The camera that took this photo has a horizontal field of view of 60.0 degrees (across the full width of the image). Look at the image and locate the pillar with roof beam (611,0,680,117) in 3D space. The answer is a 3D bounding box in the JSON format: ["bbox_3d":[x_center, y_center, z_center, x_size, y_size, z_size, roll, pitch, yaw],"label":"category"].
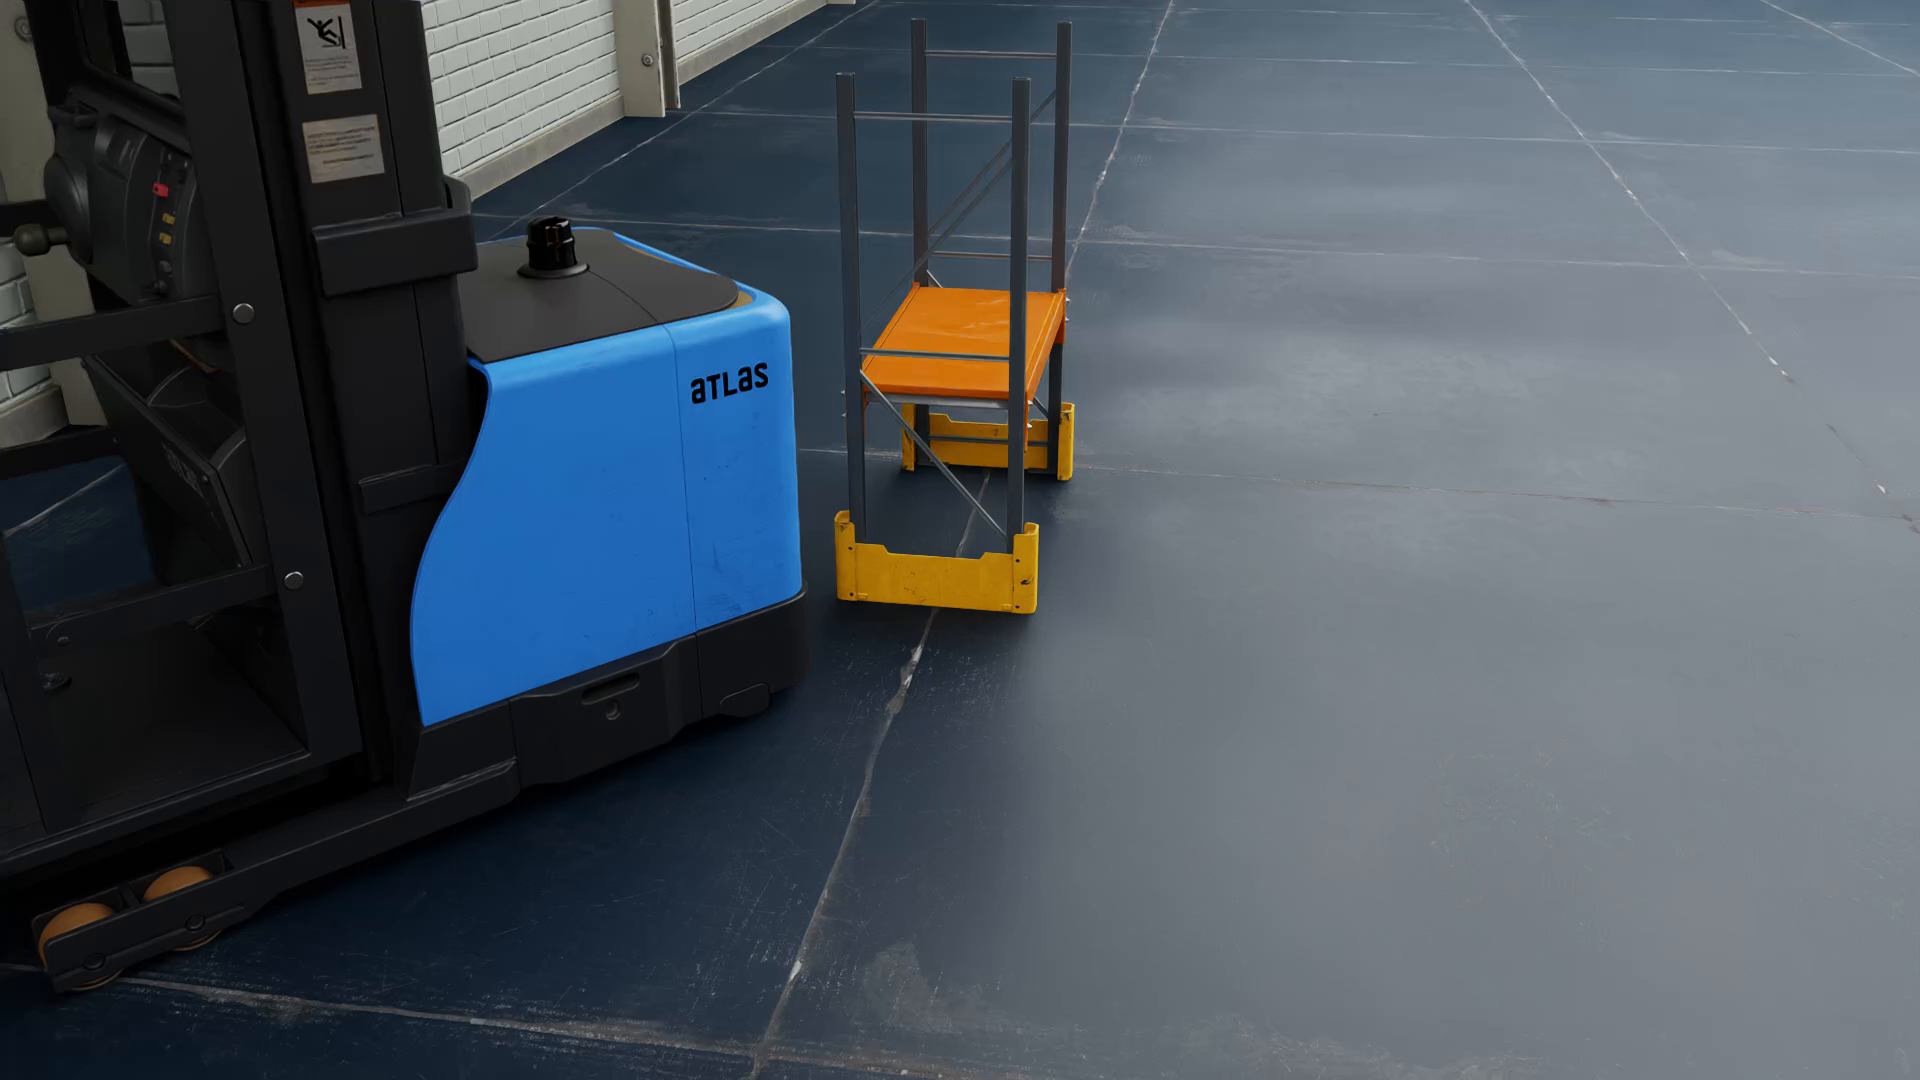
[{"bbox_3d":[2.074,-6.792,9.146,9.100,9.000,0.400,4,25,9],"label":"pillar with roof beam"}]

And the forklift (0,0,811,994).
[{"bbox_3d":[-1.848,-0.680,3.246,3.031,2.935,1.130,-19,31,-35],"label":"forklift"}]

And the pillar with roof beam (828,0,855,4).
[{"bbox_3d":[3.054,-9.301,14.507,9.100,9.000,0.400,4,25,9],"label":"pillar with roof beam"}]

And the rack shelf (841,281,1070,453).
[{"bbox_3d":[0.014,-0.552,5.085,0.538,0.185,1.000,4,25,9],"label":"rack shelf"}]

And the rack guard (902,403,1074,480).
[{"bbox_3d":[0.094,-0.353,5.710,0.587,0.250,0.087,4,25,9],"label":"rack guard"}]

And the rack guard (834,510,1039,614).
[{"bbox_3d":[-0.069,0.063,4.820,0.587,0.250,0.087,4,25,9],"label":"rack guard"}]

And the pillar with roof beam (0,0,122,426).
[{"bbox_3d":[1.093,-4.283,3.784,9.100,9.000,0.400,4,25,9],"label":"pillar with roof beam"}]

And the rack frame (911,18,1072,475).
[{"bbox_3d":[0.097,-0.928,5.462,0.500,1.500,0.032,4,25,9],"label":"rack frame"}]

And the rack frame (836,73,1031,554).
[{"bbox_3d":[-0.069,-0.502,4.554,0.500,1.500,0.032,4,25,9],"label":"rack frame"}]

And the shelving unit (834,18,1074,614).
[{"bbox_3d":[0.012,-0.711,5.000,0.587,1.500,1.083,4,25,9],"label":"shelving unit"}]
